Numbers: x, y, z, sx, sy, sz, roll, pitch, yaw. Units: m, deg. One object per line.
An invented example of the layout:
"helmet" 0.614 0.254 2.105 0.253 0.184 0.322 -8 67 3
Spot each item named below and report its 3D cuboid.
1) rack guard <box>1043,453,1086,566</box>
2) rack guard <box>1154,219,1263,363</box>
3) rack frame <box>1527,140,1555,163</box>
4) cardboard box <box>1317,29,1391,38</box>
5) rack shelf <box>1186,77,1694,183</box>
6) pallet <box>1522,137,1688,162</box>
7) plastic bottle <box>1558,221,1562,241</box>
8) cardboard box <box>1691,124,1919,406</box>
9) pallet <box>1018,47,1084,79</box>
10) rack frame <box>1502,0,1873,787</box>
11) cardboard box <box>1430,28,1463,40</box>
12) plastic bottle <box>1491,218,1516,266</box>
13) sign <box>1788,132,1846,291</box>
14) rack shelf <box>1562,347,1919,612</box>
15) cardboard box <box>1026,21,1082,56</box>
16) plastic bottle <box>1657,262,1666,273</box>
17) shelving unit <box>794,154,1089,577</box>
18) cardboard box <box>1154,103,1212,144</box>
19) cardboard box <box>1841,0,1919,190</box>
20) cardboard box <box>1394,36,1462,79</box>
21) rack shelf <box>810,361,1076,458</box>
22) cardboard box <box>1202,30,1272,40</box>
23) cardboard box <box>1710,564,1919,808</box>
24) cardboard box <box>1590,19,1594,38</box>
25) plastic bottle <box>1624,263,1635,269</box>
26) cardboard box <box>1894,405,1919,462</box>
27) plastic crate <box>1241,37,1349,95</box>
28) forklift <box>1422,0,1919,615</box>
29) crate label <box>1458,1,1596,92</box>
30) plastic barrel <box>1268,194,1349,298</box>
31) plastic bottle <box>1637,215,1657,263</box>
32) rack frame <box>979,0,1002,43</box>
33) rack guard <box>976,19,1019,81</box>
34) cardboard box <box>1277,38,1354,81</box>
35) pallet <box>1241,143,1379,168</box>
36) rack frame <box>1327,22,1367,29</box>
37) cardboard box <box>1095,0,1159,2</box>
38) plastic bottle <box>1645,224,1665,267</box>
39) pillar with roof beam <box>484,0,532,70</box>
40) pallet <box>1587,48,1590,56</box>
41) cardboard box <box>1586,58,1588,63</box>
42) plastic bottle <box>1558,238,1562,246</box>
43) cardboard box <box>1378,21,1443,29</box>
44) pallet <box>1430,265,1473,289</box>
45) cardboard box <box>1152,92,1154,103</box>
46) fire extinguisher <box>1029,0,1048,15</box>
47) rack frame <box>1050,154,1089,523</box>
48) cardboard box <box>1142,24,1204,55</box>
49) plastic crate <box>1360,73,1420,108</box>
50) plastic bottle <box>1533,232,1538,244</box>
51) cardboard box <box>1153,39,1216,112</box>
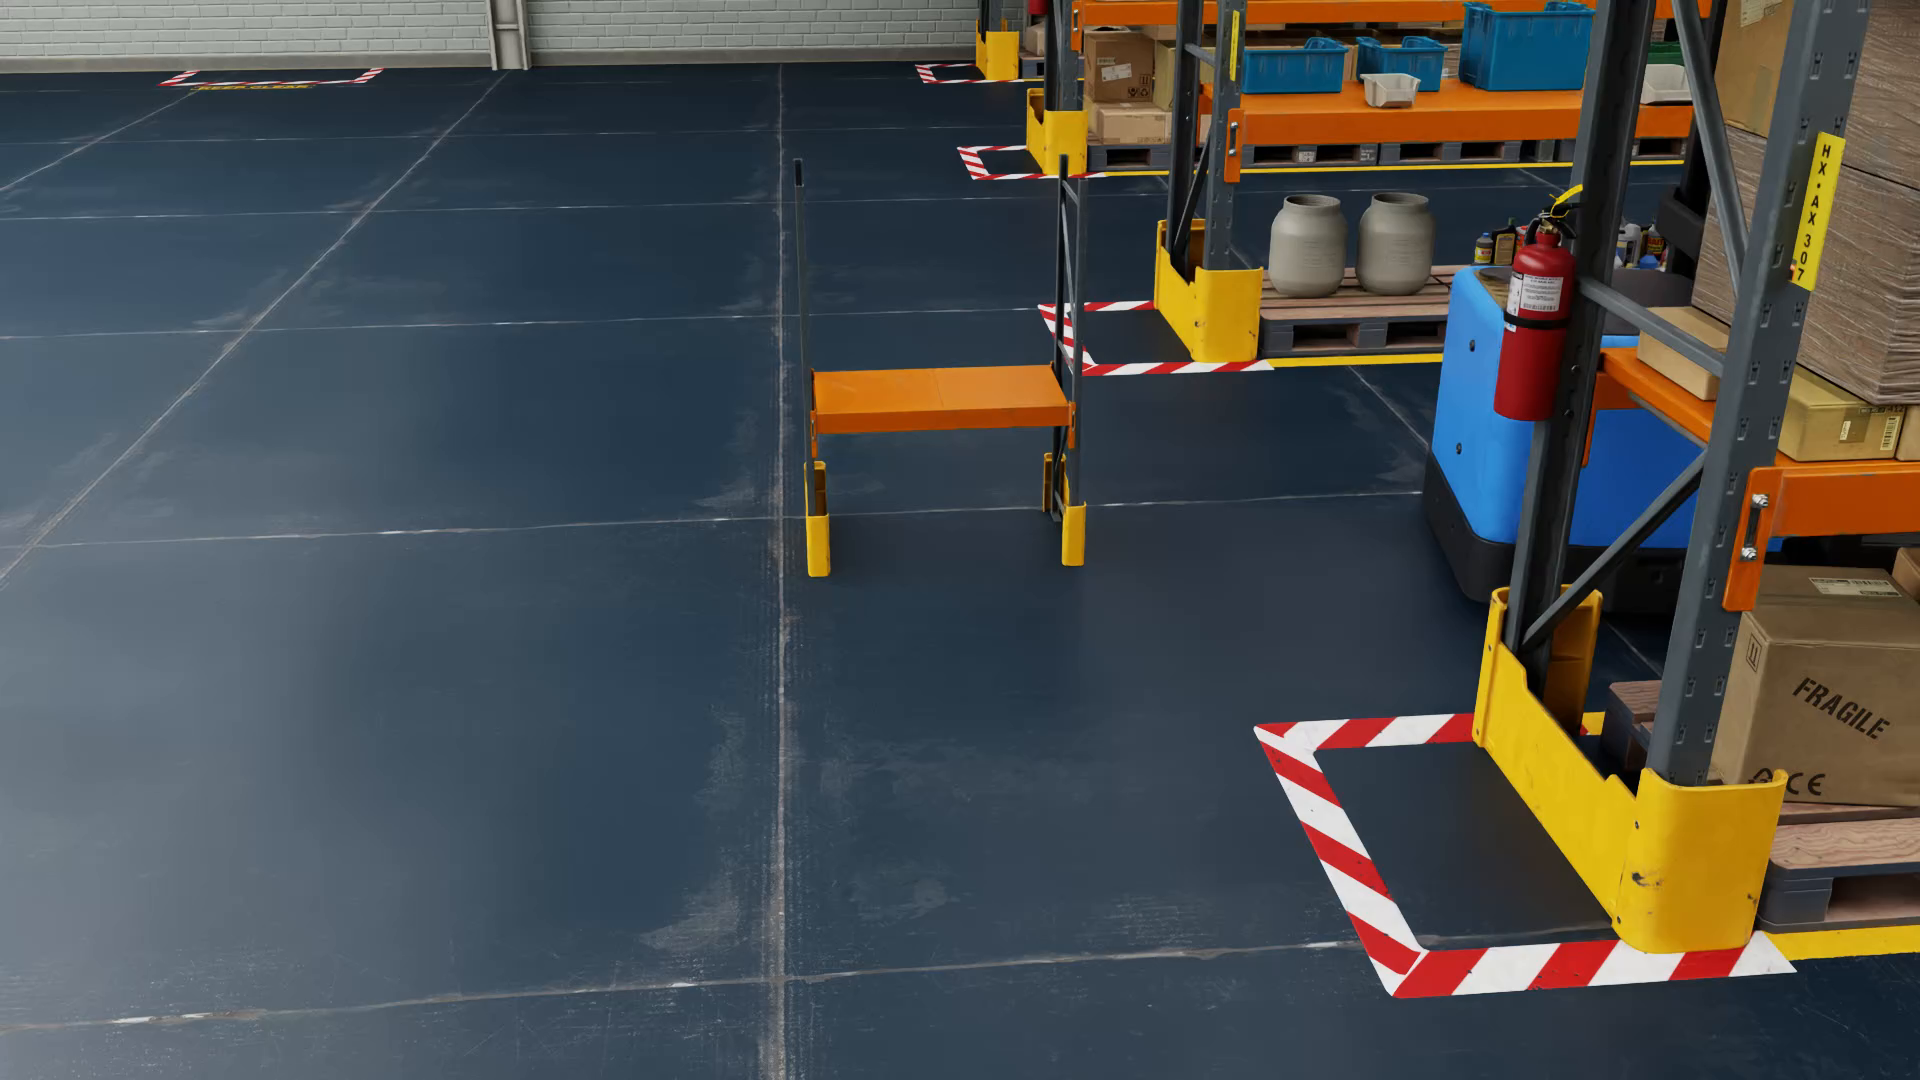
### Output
"rack guard" 0.420 -0.131 6.737 0.087 0.250 0.587 -2 24 -5
"rack guard" 1.374 -1.413 9.314 0.348 0.500 1.175 -2 24 -5
"rack frame" 4.800 -4.695 13.620 0.127 3.000 1.000 -2 24 -5
"cardboard box" 3.313 -4.041 14.094 0.500 0.500 0.500 -2 24 -5
"rack shelf" 3.293 -2.284 9.082 4.000 0.370 1.077 -2 24 -5
"pallet" 5.529 -3.466 14.288 1.213 0.211 1.003 -2 24 -5
"plastic bottle" 3.479 -1.745 9.794 0.135 0.276 0.152 -3 24 -7
"cardboard box" 2.339 -0.724 4.196 0.500 0.500 0.875 -2 24 -5
"pallet" 1.216 -5.285 18.379 1.213 0.211 1.003 -2 24 -5
"rack frame" 1.789 -0.531 4.252 0.127 3.000 1.000 -2 24 -5
"cardboard box" 4.308 -4.081 14.184 0.500 0.500 0.500 -2 24 -5
"plastic bottle" 3.202 -1.756 9.809 0.133 0.283 0.061 -2 24 -4
"sign" 1.843 -0.708 3.583 0.005 0.325 0.100 -2 24 -5
"rack shelf" 3.780 -0.282 4.578 4.000 0.370 1.077 -2 24 -5
"cardboard box" 1.026 -5.501 18.203 0.500 0.311 0.500 -5 24 -11
"plastic bottle" 3.881 -1.432 9.182 0.097 0.201 0.097 0 24 0
"shelving unit" -0.076 -0.682 6.439 1.083 1.500 0.587 -2 24 -5
"cardboard box" 1.872 -3.424 13.628 0.500 0.250 0.500 -2 24 -5
"cardboard box" 2.363 -1.082 3.770 0.500 0.500 0.500 -2 24 -5
"cardboard box" 3.861 -3.851 13.666 0.500 0.500 0.500 -2 24 -5
"rack shelf" -0.085 -0.518 6.511 1.000 0.185 0.538 -2 24 -5
"cardboard box" 2.318 -4.001 14.004 0.500 0.500 0.500 -2 24 -5
"cardboard box" 2.412 0.401 4.715 0.500 0.500 0.500 2 24 5
"cardboard box" 7.055 -5.892 18.850 0.500 0.500 0.700 -2 24 -5
"plastic bottle" 3.677 -1.424 9.163 0.097 0.201 0.097 0 24 0
"cardboard box" 2.347 -0.334 4.117 0.250 0.149 0.380 -2 24 -5
"plastic crate" 1.771 -2.606 9.104 0.616 0.251 0.499 -2 24 -5
"forklift" 3.398 -1.206 5.855 3.031 2.935 1.130 2 24 4
"crate label" 3.108 -2.732 9.160 0.616 0.435 0.502 -2 24 -5
"plastic barrel" 1.950 -1.645 9.305 0.421 0.512 0.421 0 24 0
"plastic bottle" 4.083 -1.791 9.889 0.133 0.283 0.061 -1 24 -3
"rack frame" 0.329 -6.538 17.765 0.127 3.000 1.000 -2 24 -5
"rack guard" 0.404 -5.398 18.280 0.348 0.500 1.175 -2 24 -5
"cardboard box" 2.868 -3.804 13.560 0.500 0.500 0.500 -2 24 -5
"pallet" 2.788 -3.356 14.041 1.213 0.211 1.003 -2 24 -5
"rack frame" 4.309 -6.697 18.125 0.127 3.000 1.000 -2 24 -5
"cardboard box" 1.285 -4.595 13.271 0.500 0.500 0.700 -2 24 -5
"plastic bottle" 4.109 -1.754 9.821 0.097 0.271 0.097 0 24 0
"pillar with roof beam" -4.607 -7.677 12.943 0.400 9.000 9.100 -2 24 -5
"pallet" 7.512 -5.552 18.982 1.213 0.211 1.003 -2 24 -5
"cardboard box" 5.175 -4.019 14.277 0.500 0.311 0.500 -2 24 -5
"plastic bottle" 3.509 -1.661 9.697 0.097 0.201 0.097 0 24 0
"cardboard box" 5.040 -5.792 18.624 0.500 0.500 0.700 -1 24 -3
"pallet" 3.394 -1.359 9.547 1.213 0.211 1.003 -2 24 -5
"cardboard box" 1.820 -3.637 14.107 0.500 0.250 0.500 -2 24 -5
"fire extinguisher" 0.656 -4.683 13.689 0.183 0.674 0.296 -2 24 -5
"rack frame" 0.421 -0.702 6.483 0.032 1.500 0.500 -2 24 -5
"cardboard box" 2.328 -5.619 18.236 0.500 0.500 0.700 -4 24 -8
"plastic crate" 2.225 -2.318 8.598 0.250 0.136 0.298 -2 24 -5
"plastic bottle" 3.352 -1.699 9.683 0.133 0.283 0.061 -2 24 -5
"cardboard box" 1.872 -3.766 13.474 0.500 0.500 0.500 -2 24 -5
